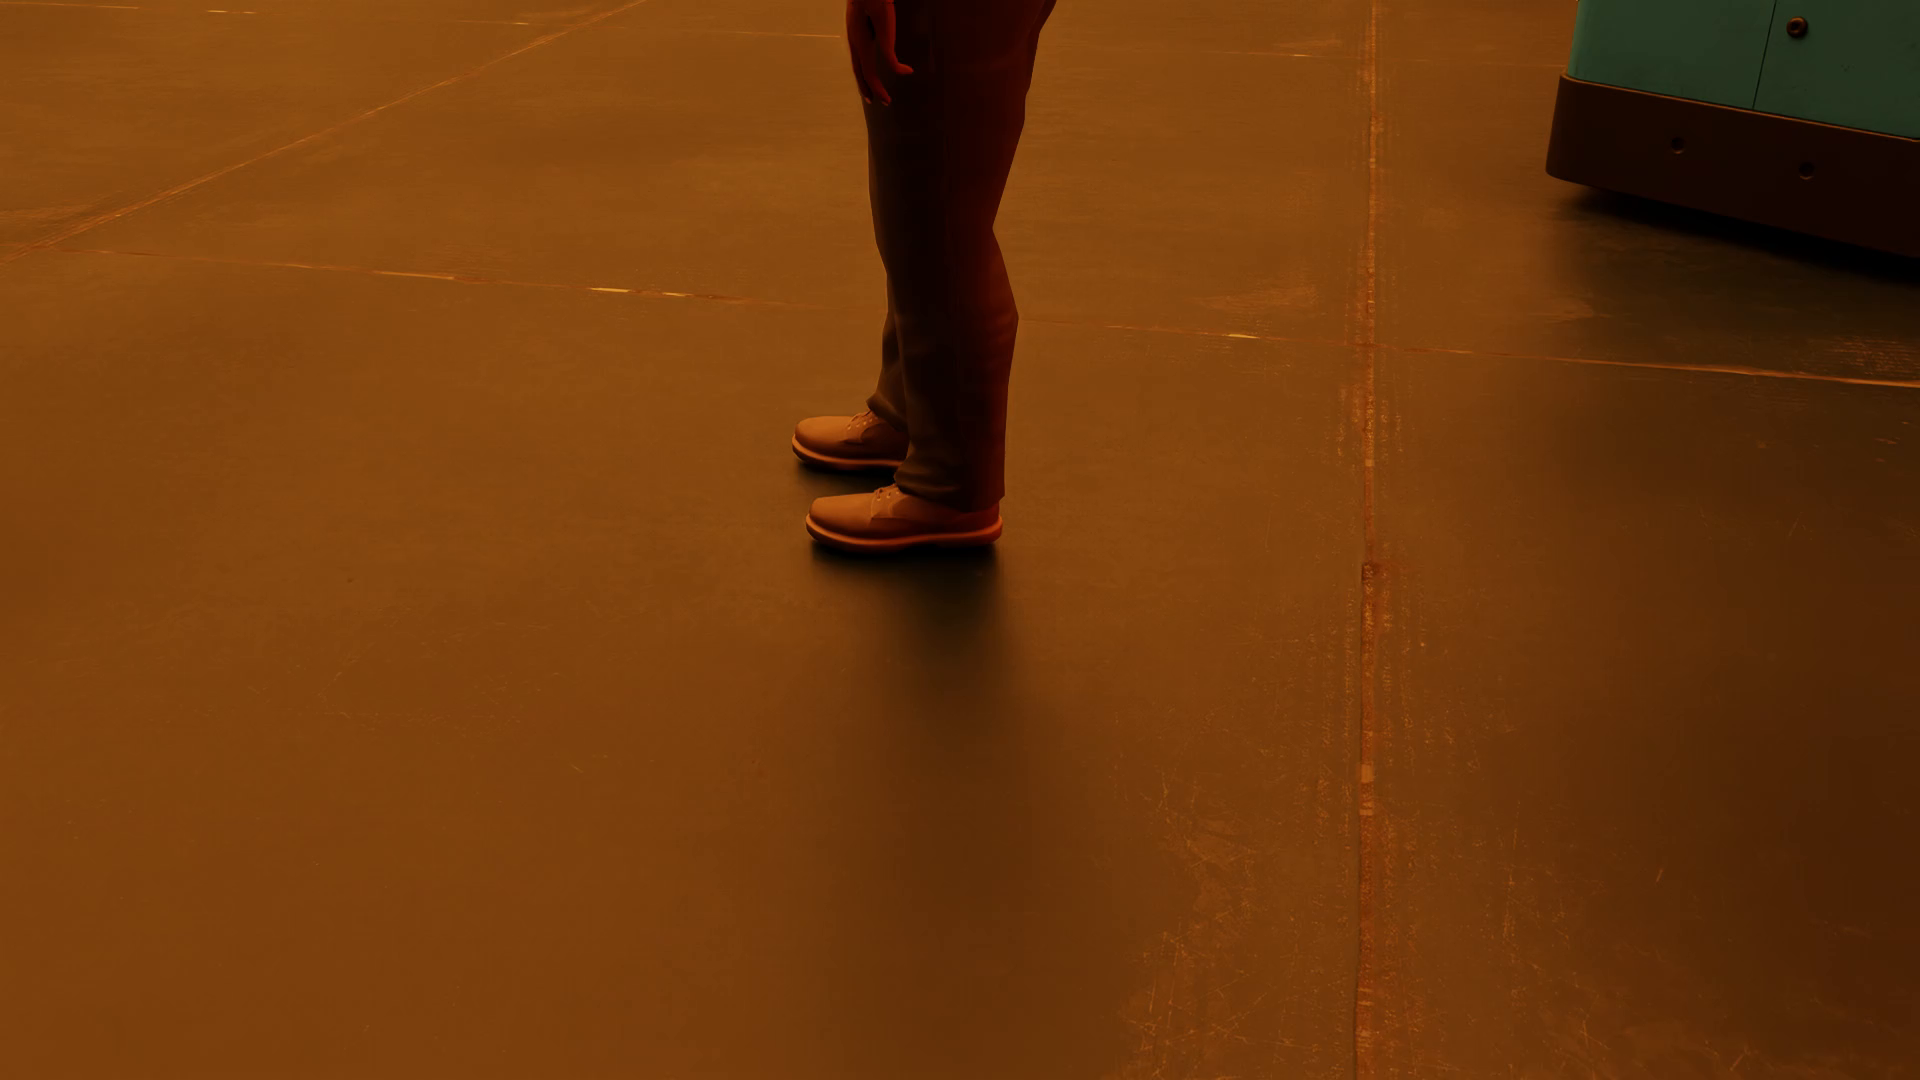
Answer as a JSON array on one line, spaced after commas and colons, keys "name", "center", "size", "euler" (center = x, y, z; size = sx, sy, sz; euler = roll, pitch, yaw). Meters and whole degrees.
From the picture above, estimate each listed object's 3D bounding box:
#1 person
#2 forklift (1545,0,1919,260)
[{"name": "person", "center": [-0.082, -0.762, 2.158], "size": [0.503, 1.656, 0.570], "euler": [6, 27, 11]}, {"name": "forklift", "center": [2.924, -2.417, 4.036], "size": [3.031, 2.935, 1.130], "euler": [-20, 33, -35]}]
